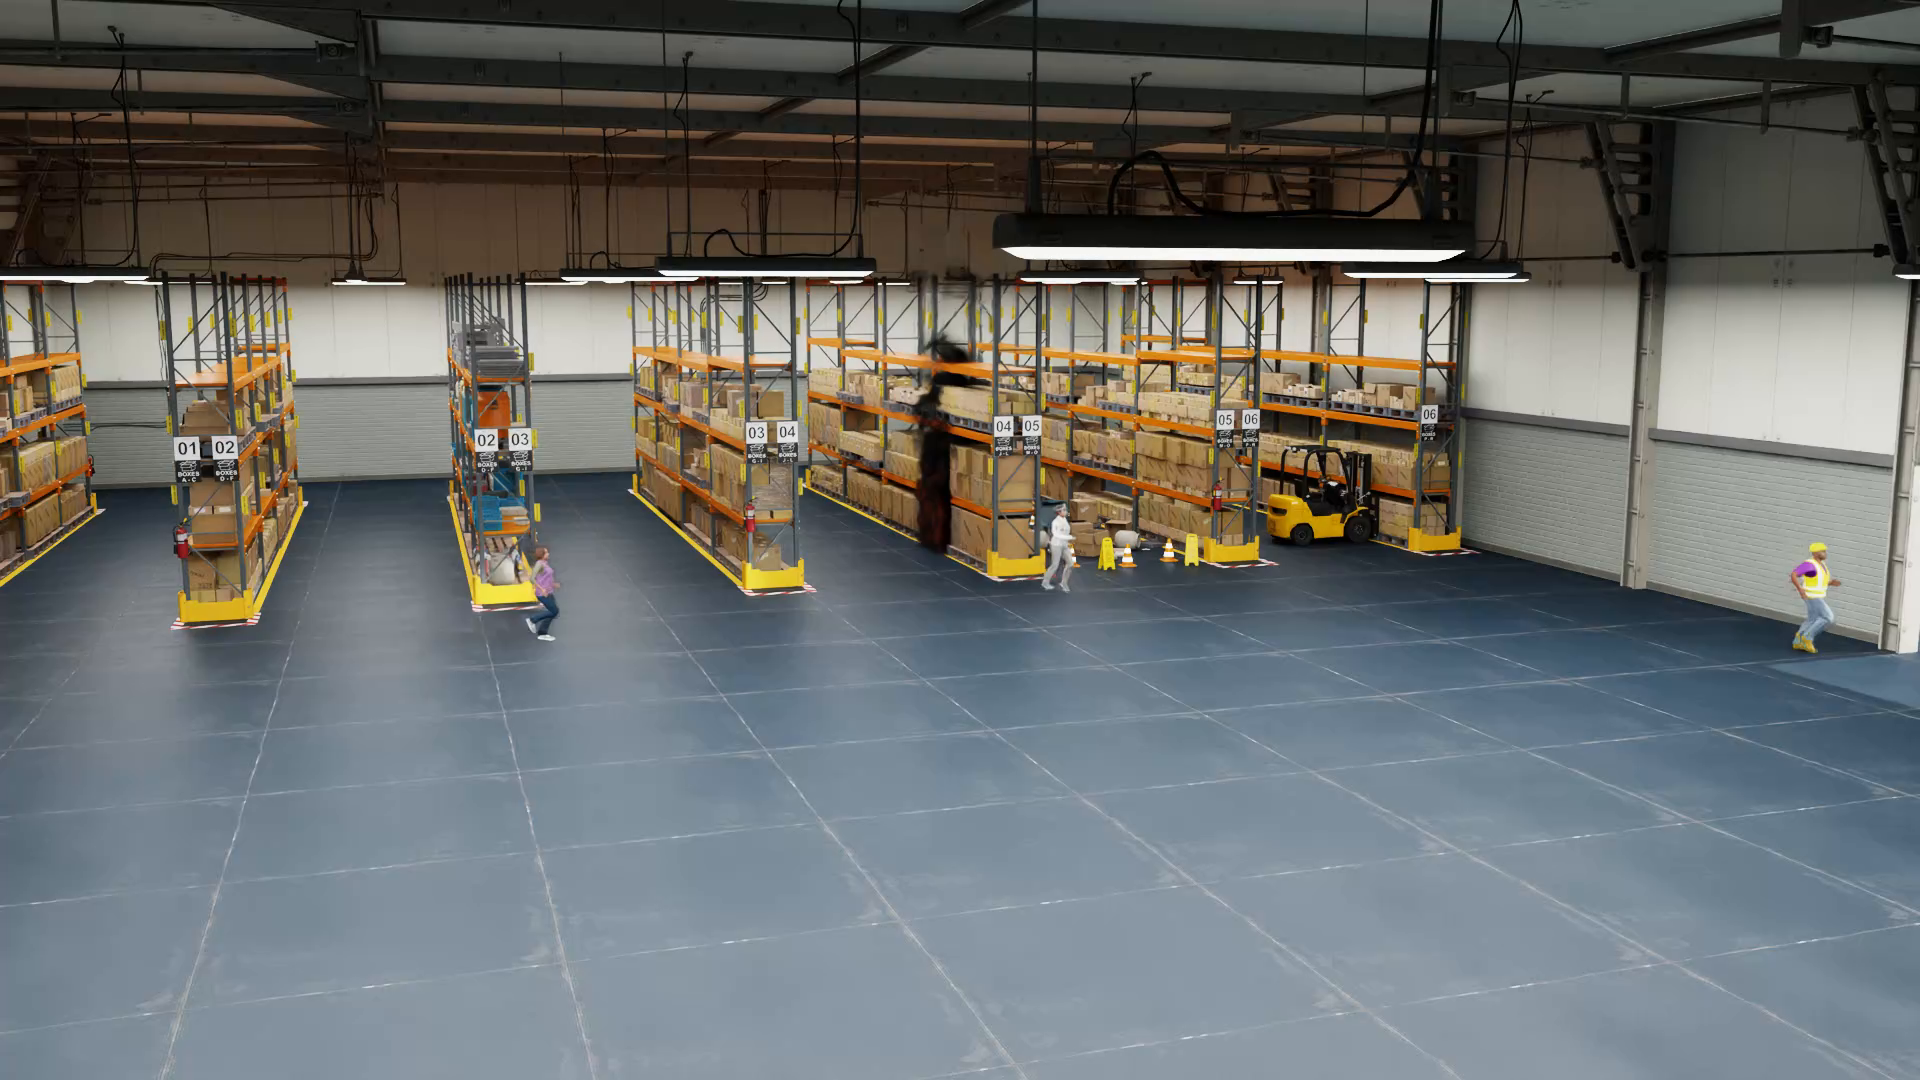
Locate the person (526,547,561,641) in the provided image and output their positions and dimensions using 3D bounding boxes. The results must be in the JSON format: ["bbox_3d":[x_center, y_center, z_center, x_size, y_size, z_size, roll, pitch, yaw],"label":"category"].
[{"bbox_3d":[-6.810,0.879,27.179,0.545,1.555,0.536,0,9,0],"label":"person"}]

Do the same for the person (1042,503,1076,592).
[{"bbox_3d":[1.904,0.161,31.557,0.719,1.759,0.627,5,10,31],"label":"person"}]

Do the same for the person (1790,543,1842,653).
[{"bbox_3d":[13.518,0.907,26.232,0.660,1.741,0.692,7,11,41],"label":"person"}]
